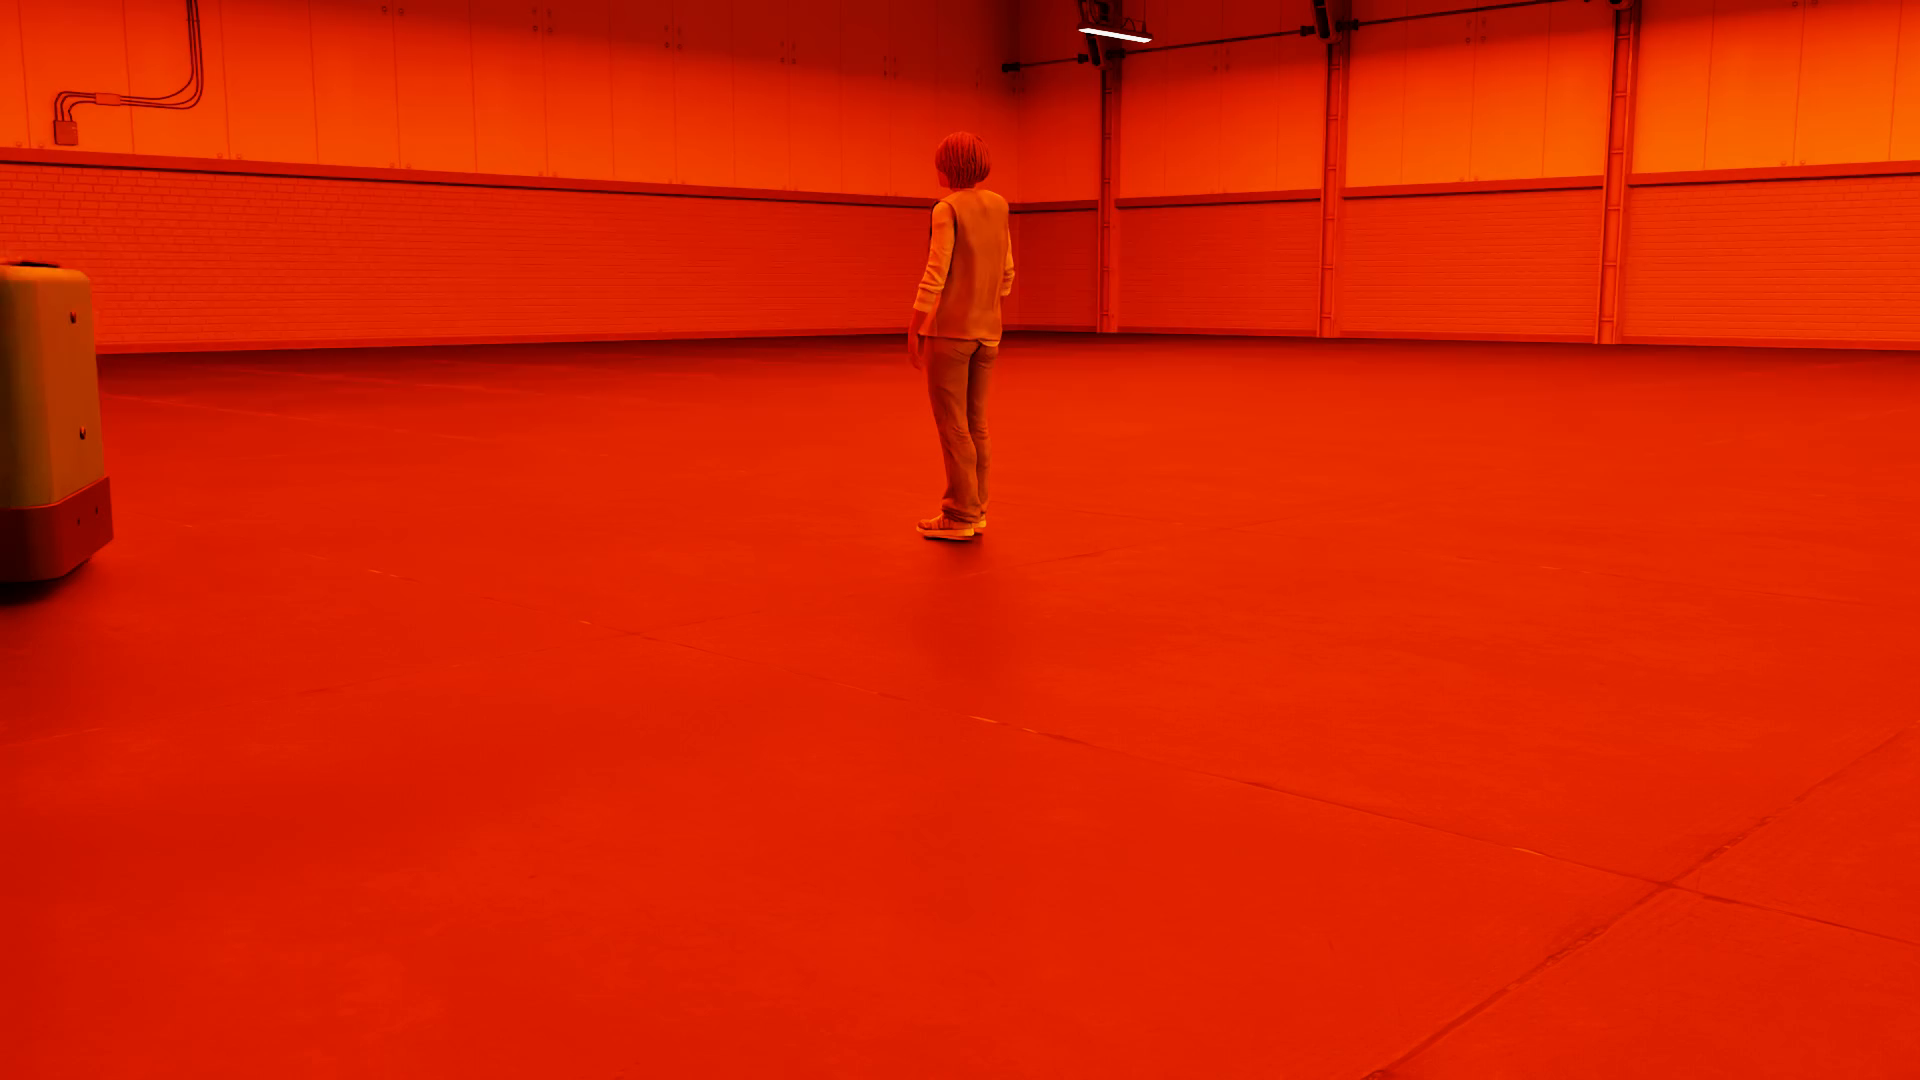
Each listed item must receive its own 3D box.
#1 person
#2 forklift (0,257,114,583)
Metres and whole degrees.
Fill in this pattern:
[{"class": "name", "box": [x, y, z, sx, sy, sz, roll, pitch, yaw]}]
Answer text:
[{"class": "person", "box": [-0.044, -0.806, 6.659, 0.473, 1.599, 0.520, 8, 12, 43]}, {"class": "forklift", "box": [-4.512, -1.256, 5.215, 3.031, 2.935, 1.130, -3, 9, -17]}]
